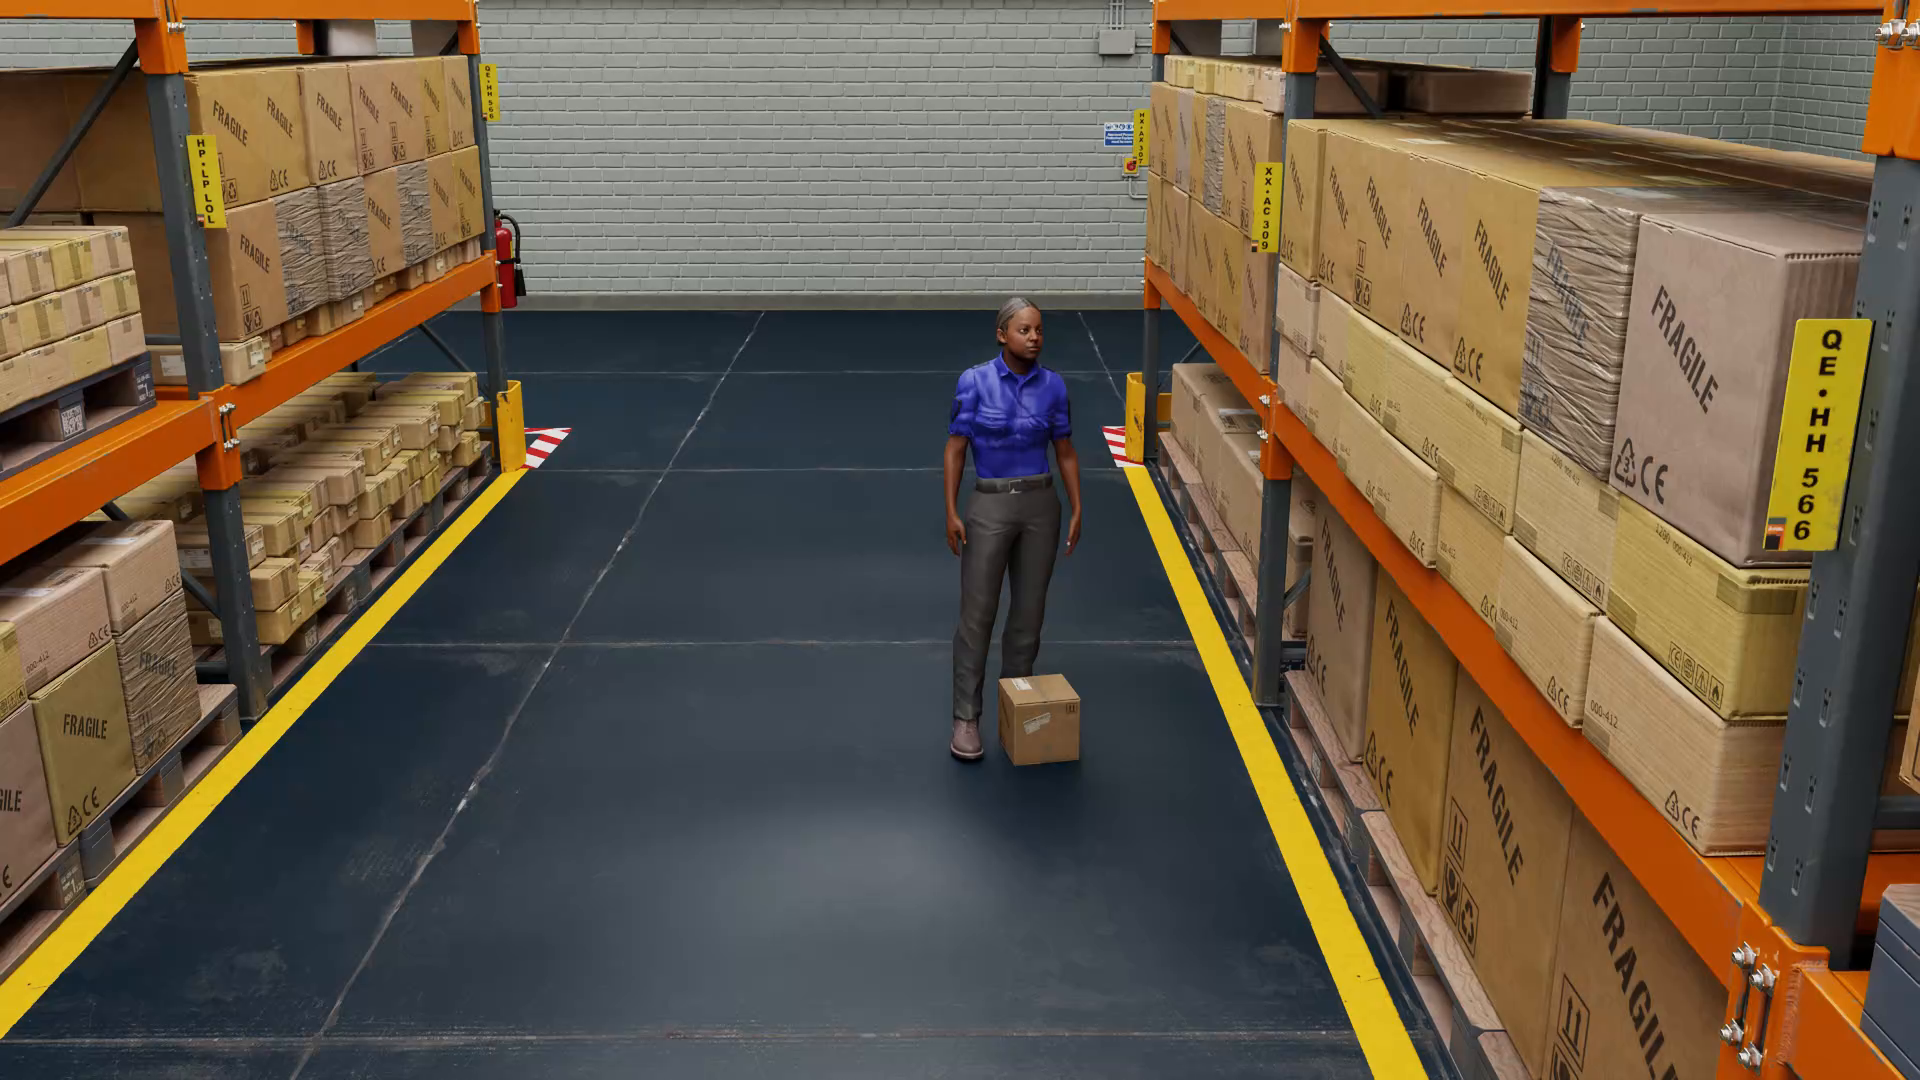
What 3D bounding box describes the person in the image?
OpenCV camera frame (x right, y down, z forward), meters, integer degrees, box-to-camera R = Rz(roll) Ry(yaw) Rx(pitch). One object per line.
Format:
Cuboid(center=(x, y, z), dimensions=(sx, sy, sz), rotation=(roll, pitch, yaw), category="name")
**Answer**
Cuboid(center=(0.203, -0.055, 6.204), dimensions=(0.570, 1.656, 0.503), rotation=(-4, 18, -14), category="person")
